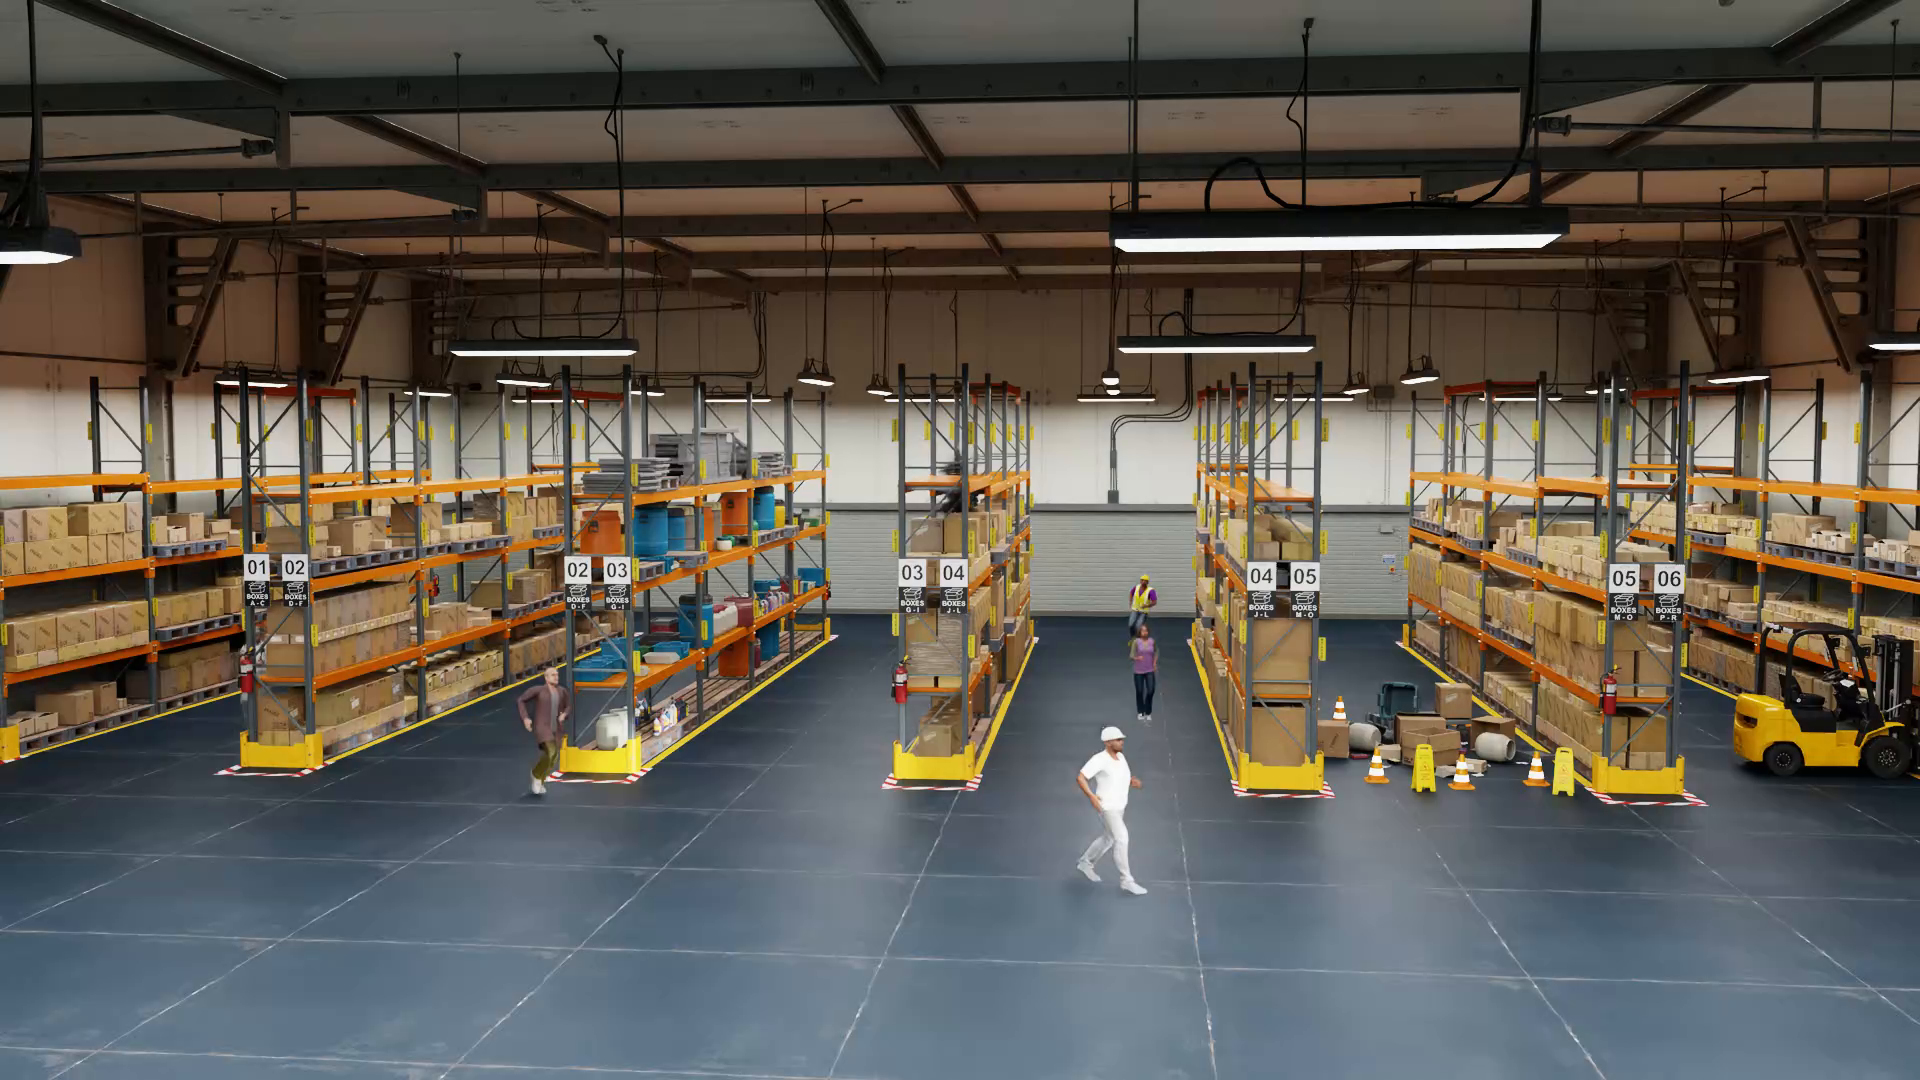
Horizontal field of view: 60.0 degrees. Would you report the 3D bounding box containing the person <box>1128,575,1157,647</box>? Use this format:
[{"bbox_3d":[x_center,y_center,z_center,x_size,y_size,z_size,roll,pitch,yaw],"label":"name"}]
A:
[{"bbox_3d":[4.224,1.657,38.645,0.715,1.715,0.578,1,4,22],"label":"person"}]

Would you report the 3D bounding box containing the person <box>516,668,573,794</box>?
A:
[{"bbox_3d":[-5.718,2.651,23.138,0.619,1.733,0.703,3,5,39],"label":"person"}]

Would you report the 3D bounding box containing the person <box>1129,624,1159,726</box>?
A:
[{"bbox_3d":[3.011,2.196,27.035,0.515,1.653,0.622,0,4,-2],"label":"person"}]

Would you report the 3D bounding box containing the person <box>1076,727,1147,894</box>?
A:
[{"bbox_3d":[1.667,2.920,18.180,0.888,1.768,0.704,2,4,30],"label":"person"}]

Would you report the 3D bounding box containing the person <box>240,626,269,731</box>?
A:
[{"bbox_3d":[-11.779,2.346,27.854,0.638,1.851,0.791,-1,4,-8],"label":"person"}]
